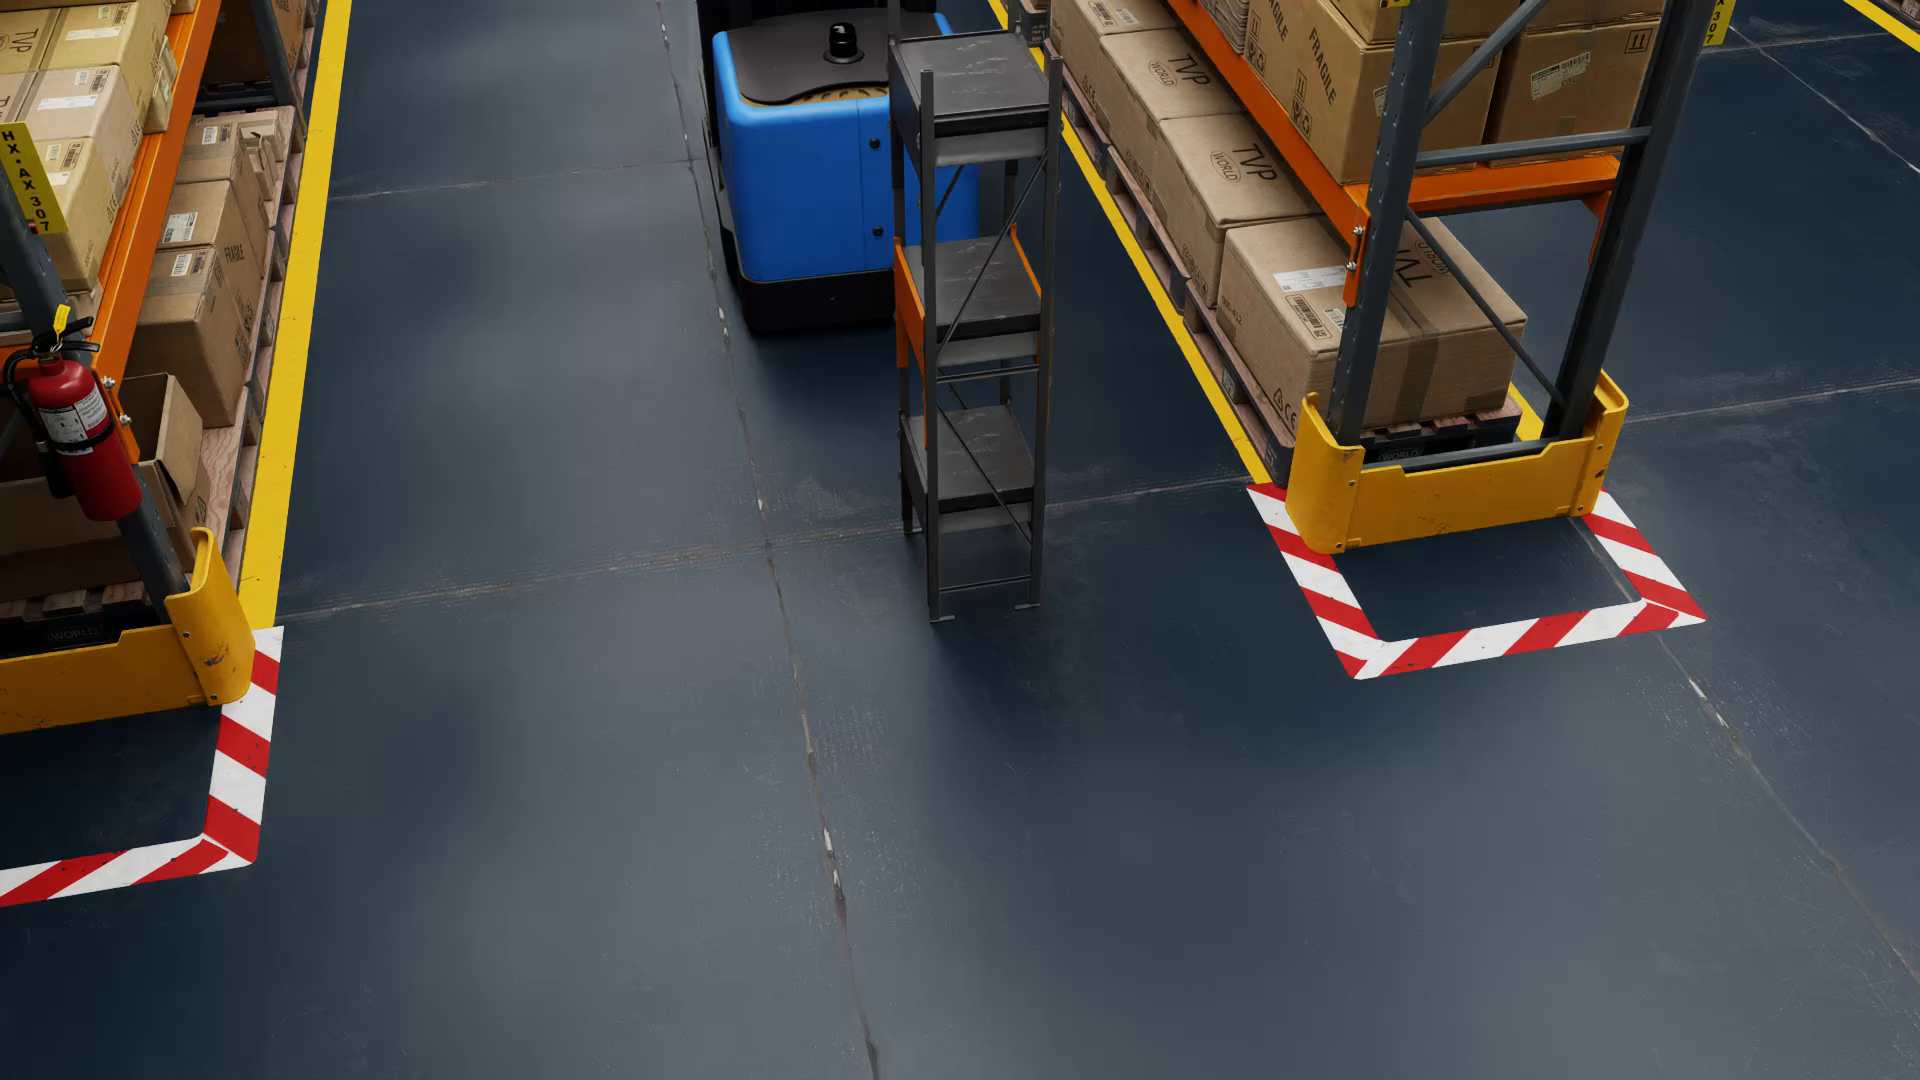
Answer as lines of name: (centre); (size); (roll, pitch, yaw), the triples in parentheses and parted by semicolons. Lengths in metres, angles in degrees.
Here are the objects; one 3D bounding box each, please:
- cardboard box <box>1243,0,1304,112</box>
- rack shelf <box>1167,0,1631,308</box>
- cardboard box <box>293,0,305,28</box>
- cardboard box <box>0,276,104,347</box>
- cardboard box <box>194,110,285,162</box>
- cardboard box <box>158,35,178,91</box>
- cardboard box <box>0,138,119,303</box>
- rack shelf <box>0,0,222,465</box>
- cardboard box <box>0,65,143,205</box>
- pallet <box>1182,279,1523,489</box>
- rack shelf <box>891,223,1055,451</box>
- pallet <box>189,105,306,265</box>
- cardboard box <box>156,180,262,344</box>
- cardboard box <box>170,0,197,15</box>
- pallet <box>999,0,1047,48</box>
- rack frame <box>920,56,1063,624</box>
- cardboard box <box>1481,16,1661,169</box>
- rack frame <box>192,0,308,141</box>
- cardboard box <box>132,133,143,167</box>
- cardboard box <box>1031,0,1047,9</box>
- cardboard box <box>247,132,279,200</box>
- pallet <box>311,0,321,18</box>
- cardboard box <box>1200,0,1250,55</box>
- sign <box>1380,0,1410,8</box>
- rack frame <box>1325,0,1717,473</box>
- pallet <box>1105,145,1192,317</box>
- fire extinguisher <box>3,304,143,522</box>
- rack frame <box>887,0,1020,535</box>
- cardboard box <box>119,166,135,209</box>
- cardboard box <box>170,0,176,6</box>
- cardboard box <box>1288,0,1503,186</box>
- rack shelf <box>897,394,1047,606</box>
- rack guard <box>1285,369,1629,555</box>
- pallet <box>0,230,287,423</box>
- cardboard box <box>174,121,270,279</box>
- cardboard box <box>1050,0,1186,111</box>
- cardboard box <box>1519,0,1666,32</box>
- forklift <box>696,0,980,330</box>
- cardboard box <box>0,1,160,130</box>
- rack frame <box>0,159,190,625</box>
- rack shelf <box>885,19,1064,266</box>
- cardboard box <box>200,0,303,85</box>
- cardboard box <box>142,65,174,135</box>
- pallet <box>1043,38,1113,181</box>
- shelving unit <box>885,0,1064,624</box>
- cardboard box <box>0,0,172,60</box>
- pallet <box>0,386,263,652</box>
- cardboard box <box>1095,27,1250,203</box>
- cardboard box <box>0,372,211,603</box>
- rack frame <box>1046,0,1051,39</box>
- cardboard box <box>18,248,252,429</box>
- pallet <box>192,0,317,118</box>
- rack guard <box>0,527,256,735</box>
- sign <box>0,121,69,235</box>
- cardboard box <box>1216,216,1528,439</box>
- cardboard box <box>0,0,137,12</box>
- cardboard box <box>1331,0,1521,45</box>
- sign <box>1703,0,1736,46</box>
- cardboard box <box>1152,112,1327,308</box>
cardboard box: (1.383, -1.909, 6.066); (0.500, 0.500, 0.500); (-9, 42, -10)
rack shelf: (1.408, -2.297, 7.120); (1.077, 0.370, 4.000); (-8, 42, -9)
cardboard box: (-3.879, -3.060, 9.005); (0.500, 0.500, 0.500); (-9, 42, -10)
cardboard box: (-2.809, -0.714, 4.984); (0.380, 0.149, 0.250); (-9, 42, -10)
cardboard box: (-3.463, -1.920, 7.985); (0.380, 0.149, 0.250); (-10, 42, -11)
cardboard box: (-3.116, -1.724, 6.122); (0.380, 0.149, 0.250); (-7, 42, -8)
cardboard box: (-2.841, -0.944, 4.942); (0.500, 0.250, 0.500); (-8, 42, -9)
rack shelf: (-3.438, -1.583, 6.316); (1.077, 0.370, 4.000); (-8, 42, -9)
cardboard box: (-2.950, -1.270, 5.311); (0.500, 0.250, 0.500); (-8, 42, -9)
pallet: (1.591, -0.734, 6.917); (1.003, 0.211, 1.213); (-8, 42, -9)
rack shelf: (0.036, -0.668, 5.441); (0.431, 0.518, 0.480); (-8, 42, -9)
pallet: (-3.722, -1.660, 7.962); (1.003, 0.211, 1.213); (-8, 42, -9)
cardboard box: (-3.209, -1.105, 6.802); (0.500, 0.500, 0.500); (-8, 42, -8)
cardboard box: (-3.285, -2.218, 6.678); (0.380, 0.149, 0.250); (-9, 42, -10)
pallet: (0.736, -3.309, 9.818); (1.003, 0.211, 1.213); (-8, 42, -9)
rack frame: (0.088, -0.520, 5.254); (0.400, 2.100, 0.015); (-8, 42, -9)
cardboard box: (2.016, -1.659, 5.784); (0.500, 0.500, 0.500); (-9, 42, -10)
rack frame: (-3.870, -3.149, 7.537); (1.000, 3.000, 0.127); (-8, 42, -9)
cardboard box: (-3.058, -1.382, 5.736); (0.380, 0.149, 0.250); (-8, 42, -9)
cardboard box: (0.764, -3.615, 9.347); (0.875, 0.875, 0.875); (-7, 42, -8)
cardboard box: (-3.386, -1.733, 7.686); (0.396, 0.266, 0.258); (-7, 42, -8)
pallet: (-4.349, -3.420, 9.944); (1.003, 0.211, 1.213); (-8, 42, -9)
cardboard box: (1.263, -2.241, 6.440); (0.500, 0.500, 0.500); (-7, 42, -8)
sign: (1.307, -1.722, 4.880); (0.100, 0.325, 0.005); (-8, 42, -9)
rack frame: (1.839, -1.269, 5.420); (1.000, 3.000, 0.127); (-8, 42, -9)
pallet: (1.331, -1.523, 7.807); (1.003, 0.211, 1.213); (-8, 42, -9)
fire extinguisher: (-2.523, -0.358, 4.733); (0.296, 0.674, 0.183); (-8, 42, -9)
rack frame: (-0.017, -0.836, 5.610); (0.400, 2.100, 0.015); (-8, 42, -9)
cardboard box: (-2.995, -1.210, 5.543); (0.380, 0.149, 0.250); (-7, 42, -8)
cardboard box: (-3.304, -2.261, 6.426); (0.500, 0.250, 0.500); (-9, 42, -10)
cardboard box: (1.477, -1.582, 5.697); (0.500, 0.500, 0.500); (-8, 42, -9)
rack shelf: (0.036, -0.144, 5.906); (0.431, 0.518, 0.480); (-8, 42, -9)
rack guard: (1.845, -0.319, 6.233); (1.175, 0.500, 0.348); (-8, 42, -9)
pallet: (-3.456, -0.868, 7.069); (1.003, 0.211, 1.213); (-8, 42, -9)
cardboard box: (-3.416, -1.421, 7.157); (0.700, 0.500, 0.500); (-10, 43, -11)
cardboard box: (1.007, -2.639, 8.577); (0.875, 0.438, 0.875); (-9, 42, -10)
cardboard box: (2.014, -2.033, 5.452); (0.500, 0.500, 0.500); (-9, 42, -10)
forklift: (-0.698, -2.986, 7.406); (1.130, 2.935, 3.031); (-8, 42, -9)
cardboard box: (-3.063, -1.598, 5.680); (0.500, 0.250, 0.500); (-9, 42, -10)
rack frame: (-3.006, -0.556, 4.617); (1.000, 3.000, 0.127); (-8, 42, -9)
rack shelf: (0.036, -1.191, 4.976); (0.431, 0.518, 0.480); (-8, 42, -9)
cardboard box: (-3.754, -2.717, 8.617); (0.500, 0.500, 0.500); (-7, 42, -7)
cardboard box: (-3.039, -1.556, 5.933); (0.380, 0.149, 0.250); (-9, 42, -11)
pallet: (1.064, -2.315, 8.699); (1.003, 0.211, 1.213); (-8, 42, -9)
shelving unit: (0.036, -0.678, 5.432); (0.431, 2.100, 0.503); (-8, 42, -9)
cardboard box: (-3.194, -1.927, 6.050); (0.500, 0.250, 0.500); (-9, 42, -10)
pallet: (-3.196, -0.079, 6.180); (1.003, 0.211, 1.213); (-8, 42, -9)
cardboard box: (1.201, -2.059, 7.923); (0.875, 0.438, 0.875); (-10, 42, -11)
cardboard box: (-3.046, -0.189, 5.768); (0.797, 0.503, 0.637); (-10, 43, -11)
rack frame: (0.976, -3.862, 8.341); (1.000, 3.000, 0.127); (-8, 42, -9)
cardboard box: (-3.192, -0.748, 6.399); (0.700, 0.500, 0.500); (-7, 42, -8)
pallet: (-4.082, -2.627, 9.051); (1.003, 0.211, 1.213); (-8, 42, -9)
rack guard: (-3.023, 0.330, 5.502); (1.175, 0.500, 0.348); (-8, 42, -9)
sign: (-2.477, -0.957, 4.417); (0.100, 0.325, 0.005); (-8, 42, -9)
cardboard box: (1.599, -0.882, 6.597); (0.875, 0.438, 0.875); (-10, 43, -11)
cardboard box: (-3.165, -2.196, 5.789); (0.500, 0.500, 0.500); (-7, 42, -8)
cardboard box: (1.503, -1.959, 5.369); (0.500, 0.500, 0.500); (-7, 42, -8)
sign: (2.383, -1.698, 5.192); (0.100, 0.325, 0.005); (-8, 42, -9)
cardboard box: (1.394, -1.474, 7.264); (0.875, 0.438, 0.875); (-7, 42, -8)
